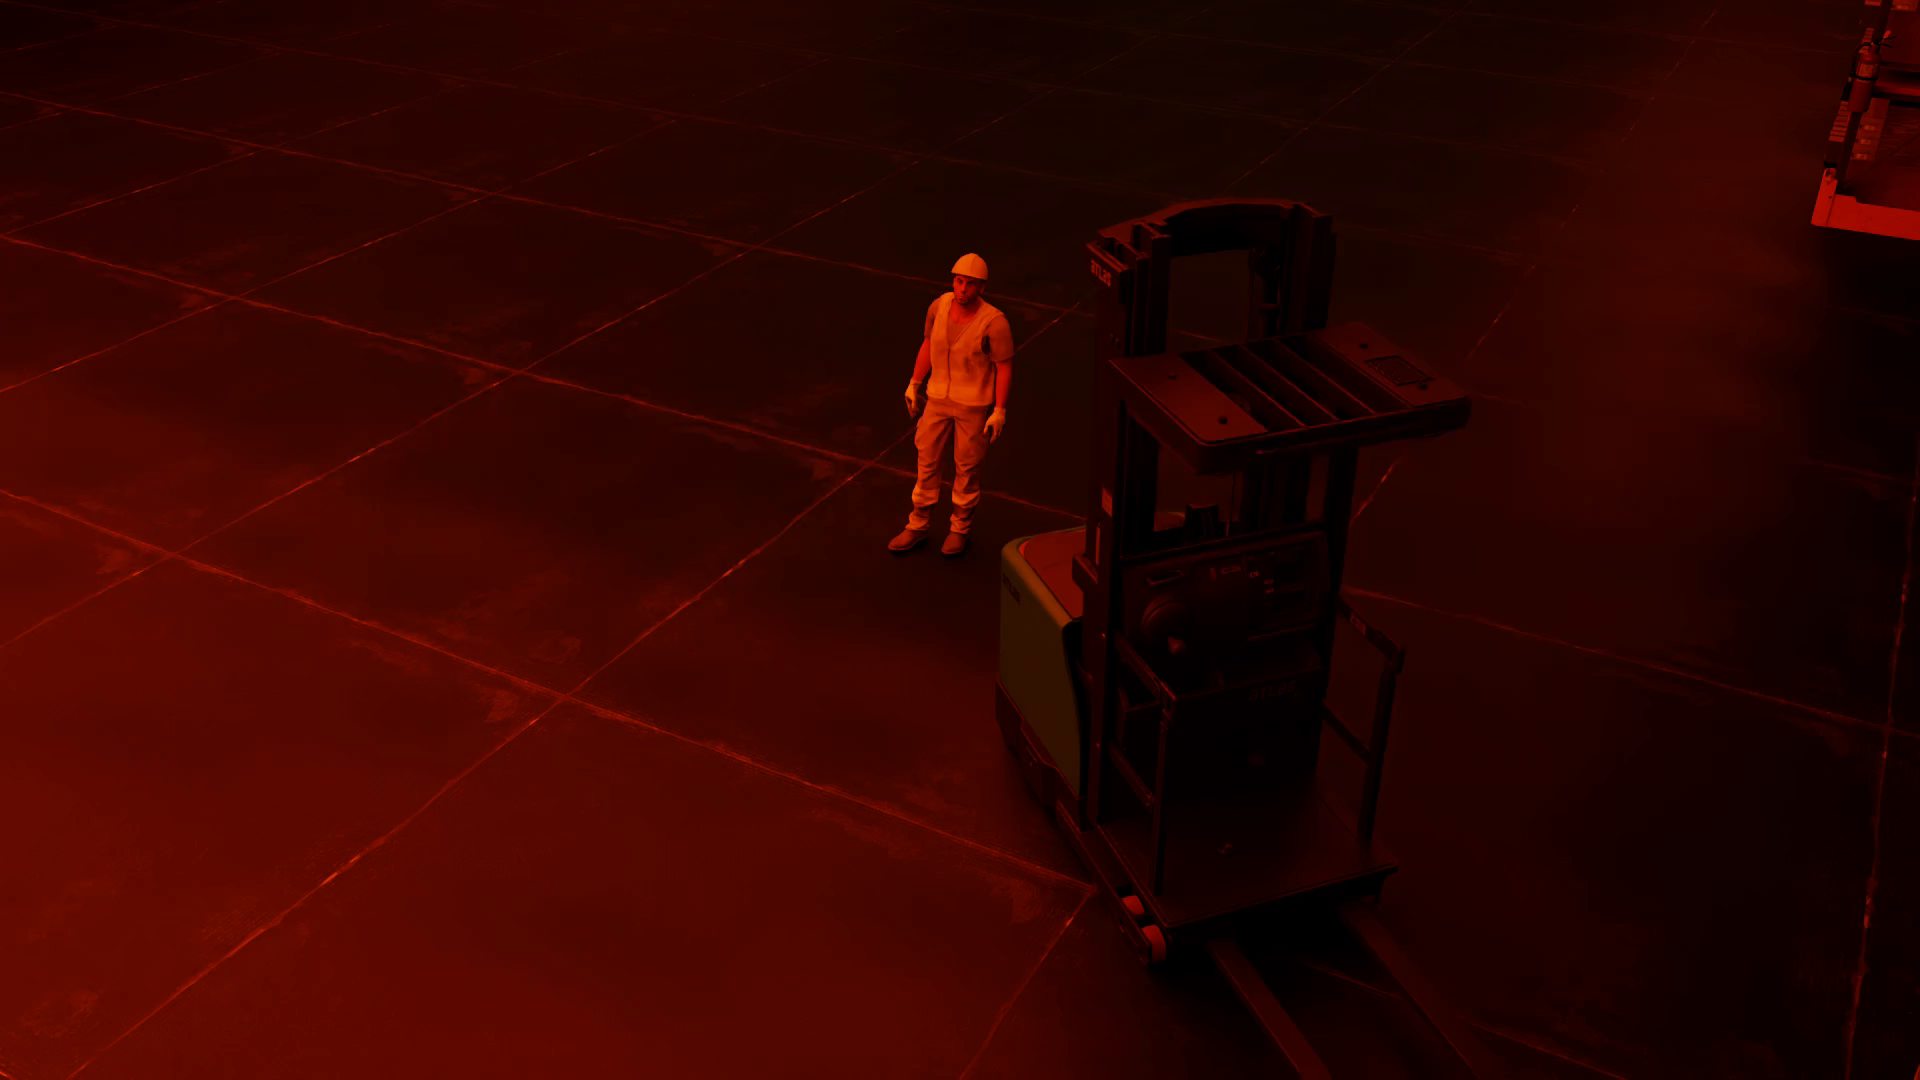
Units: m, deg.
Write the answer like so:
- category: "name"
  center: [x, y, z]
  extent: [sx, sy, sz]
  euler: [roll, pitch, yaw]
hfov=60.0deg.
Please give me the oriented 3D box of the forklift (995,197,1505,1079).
- category: "forklift"
  center: [1.166, 0.267, 6.607]
  extent: [1.130, 2.935, 3.031]
  euler: [-11, 32, -18]

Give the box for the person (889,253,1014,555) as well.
- category: "person"
  center: [-0.048, -0.748, 9.495]
  extent: [0.638, 1.789, 0.562]
  euler: [15, 33, 25]
